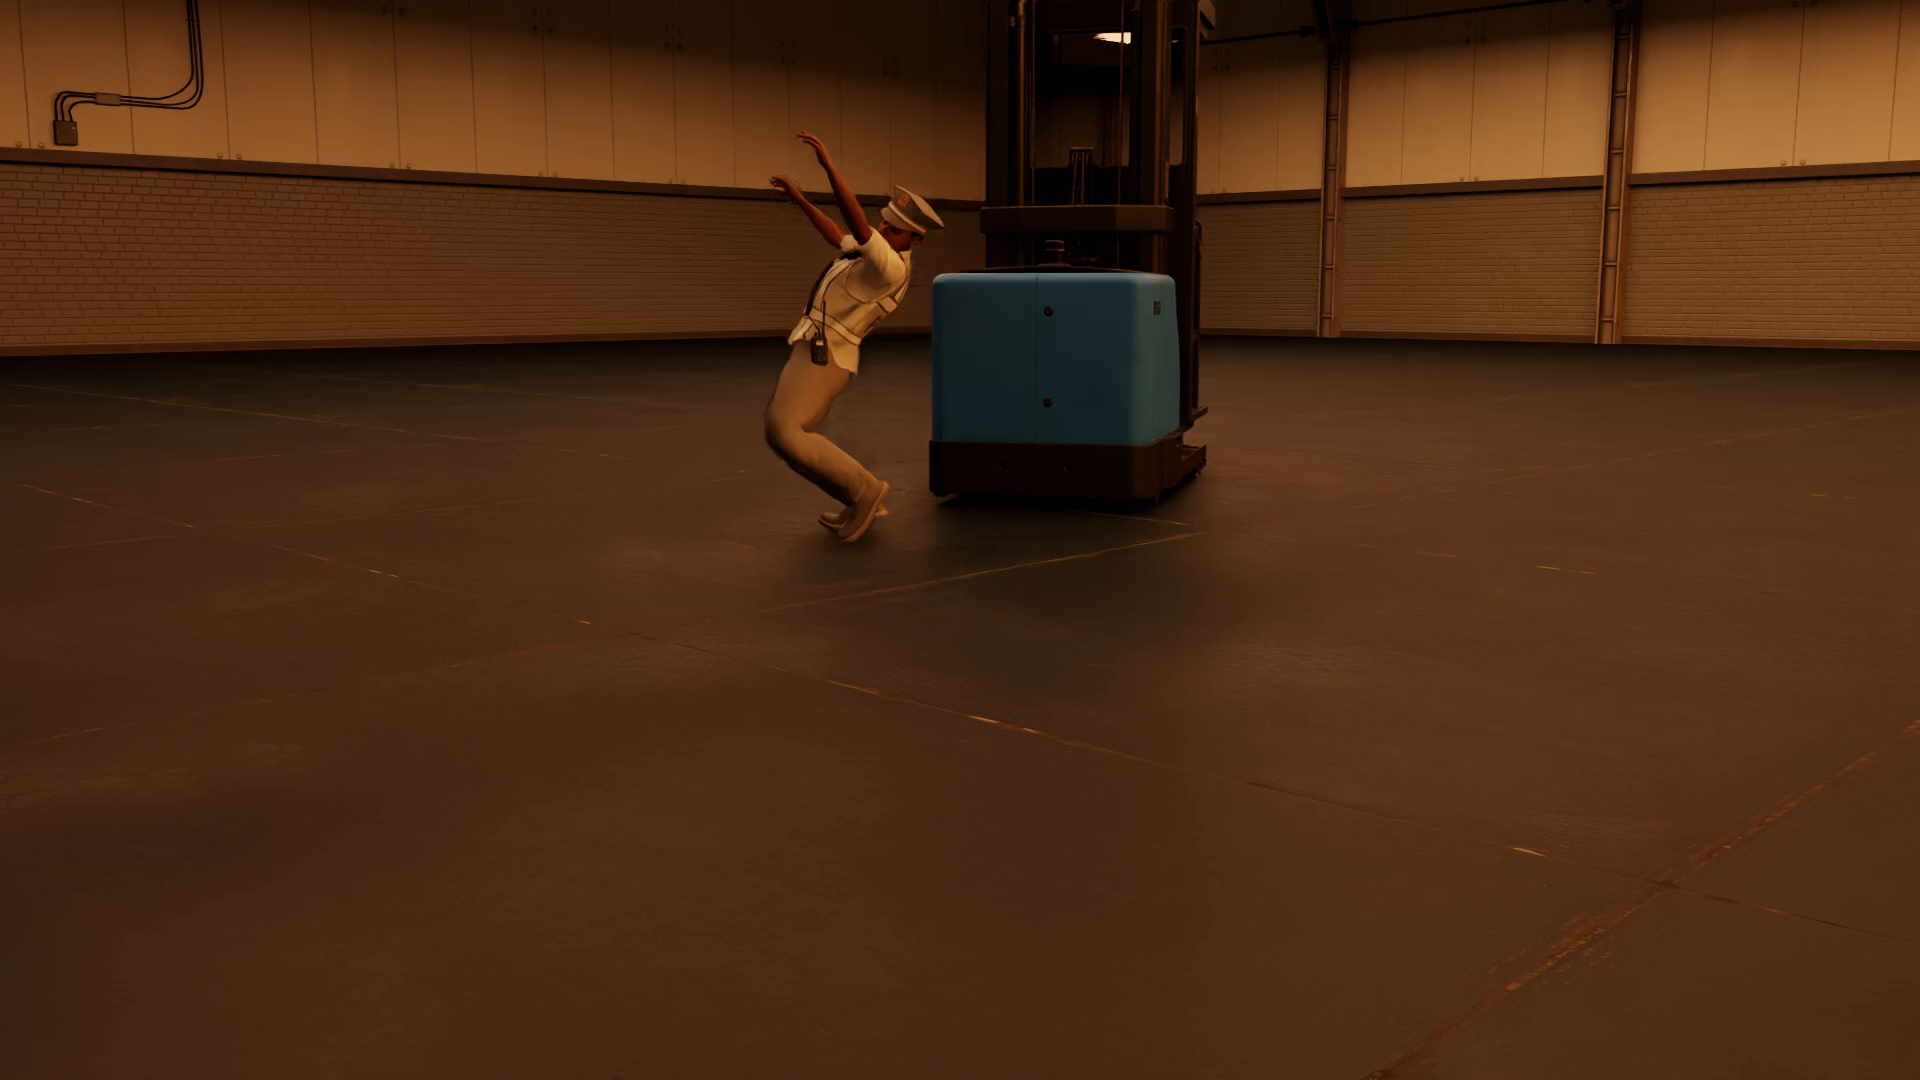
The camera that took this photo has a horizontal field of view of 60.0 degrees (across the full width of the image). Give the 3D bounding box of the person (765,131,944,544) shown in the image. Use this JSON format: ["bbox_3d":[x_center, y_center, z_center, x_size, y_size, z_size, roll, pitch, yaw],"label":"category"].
[{"bbox_3d":[-0.438,-0.806,6.740,0.727,1.584,0.910,-1,9,-8],"label":"person"}]

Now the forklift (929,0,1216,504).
[{"bbox_3d":[0.735,-1.795,8.797,1.130,2.935,3.031,2,9,15],"label":"forklift"}]
